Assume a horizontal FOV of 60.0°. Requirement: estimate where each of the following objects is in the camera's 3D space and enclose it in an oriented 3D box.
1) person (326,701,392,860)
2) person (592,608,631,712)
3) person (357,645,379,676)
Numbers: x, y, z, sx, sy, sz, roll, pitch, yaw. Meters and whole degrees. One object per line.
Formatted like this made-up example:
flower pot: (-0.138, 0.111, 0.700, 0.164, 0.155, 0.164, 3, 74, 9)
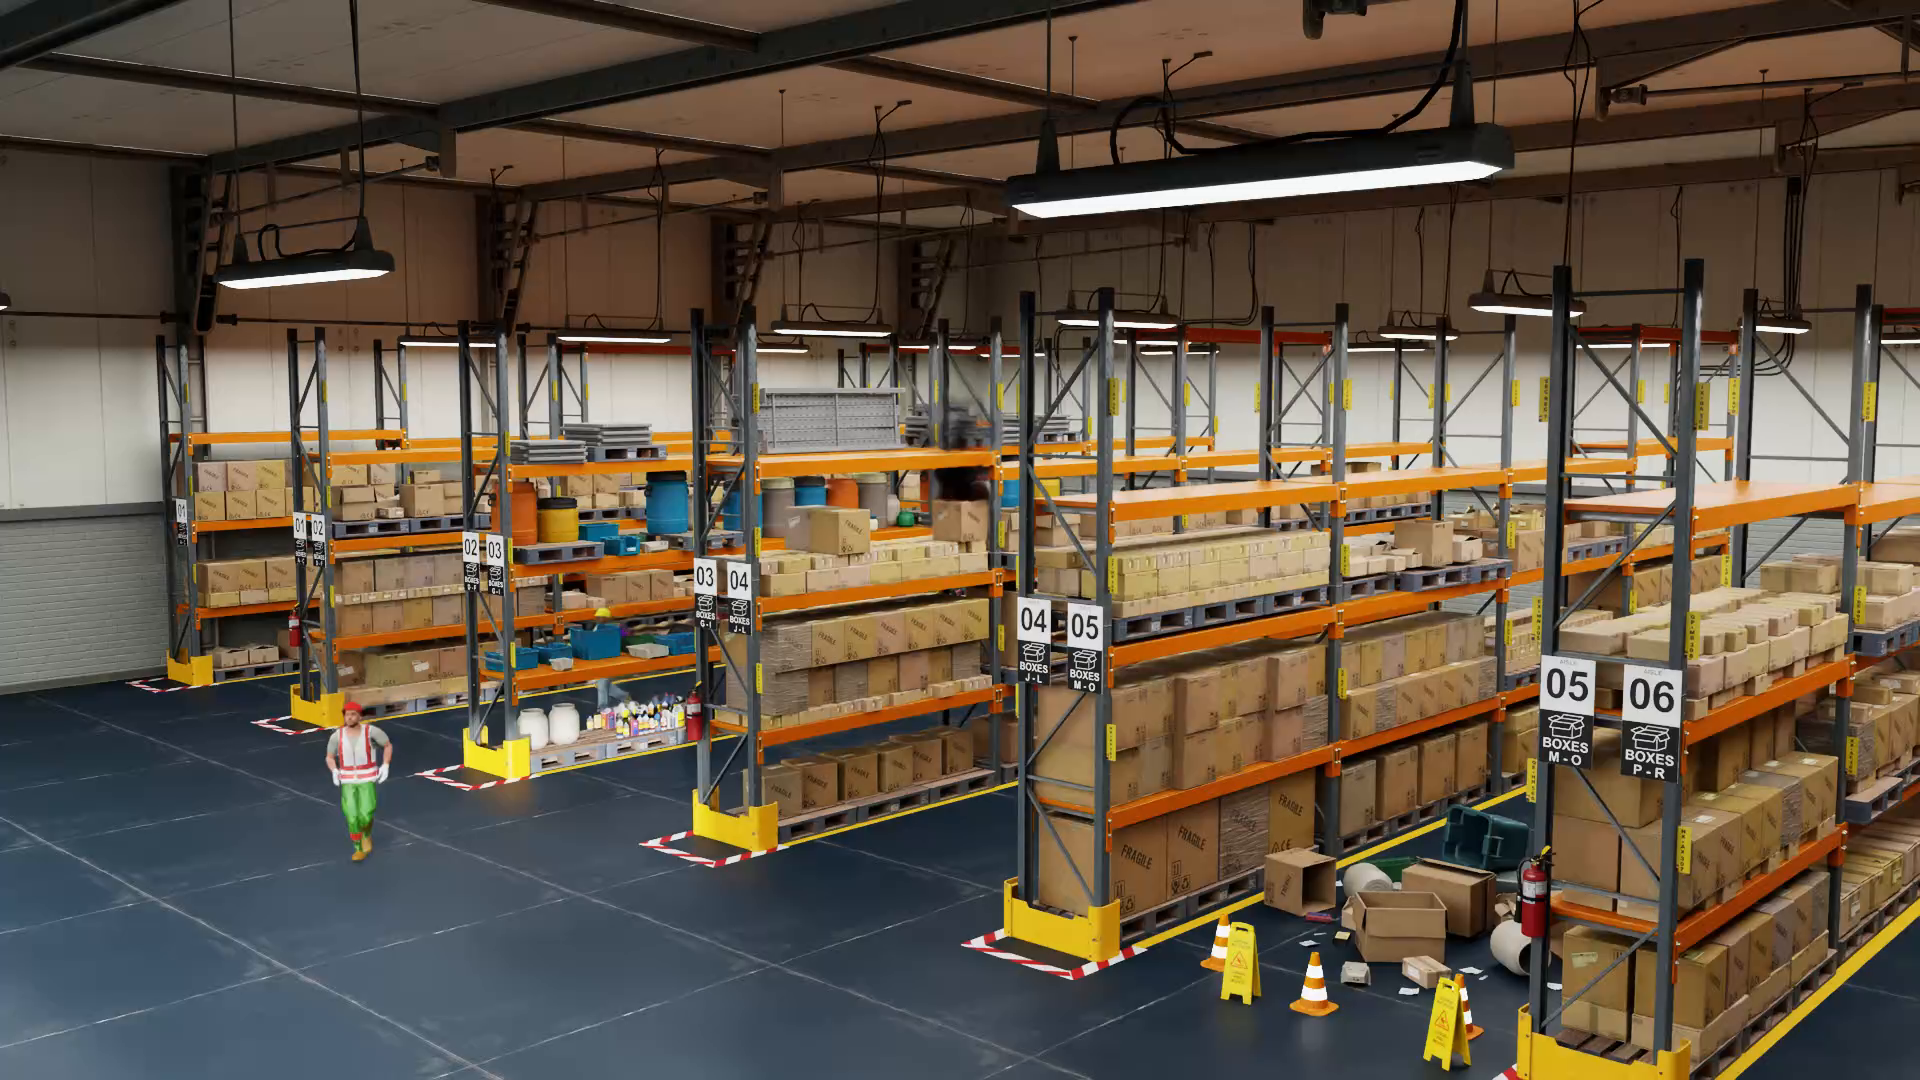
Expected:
person: (-6.498, 2.612, 17.935, 0.670, 1.742, 0.530, -1, 5, -10)
person: (-5.366, 1.897, 25.452, 0.681, 1.753, 0.955, 4, 7, 36)
person: (-9.835, 1.660, 27.826, 0.723, 1.751, 0.959, 5, 7, 44)
